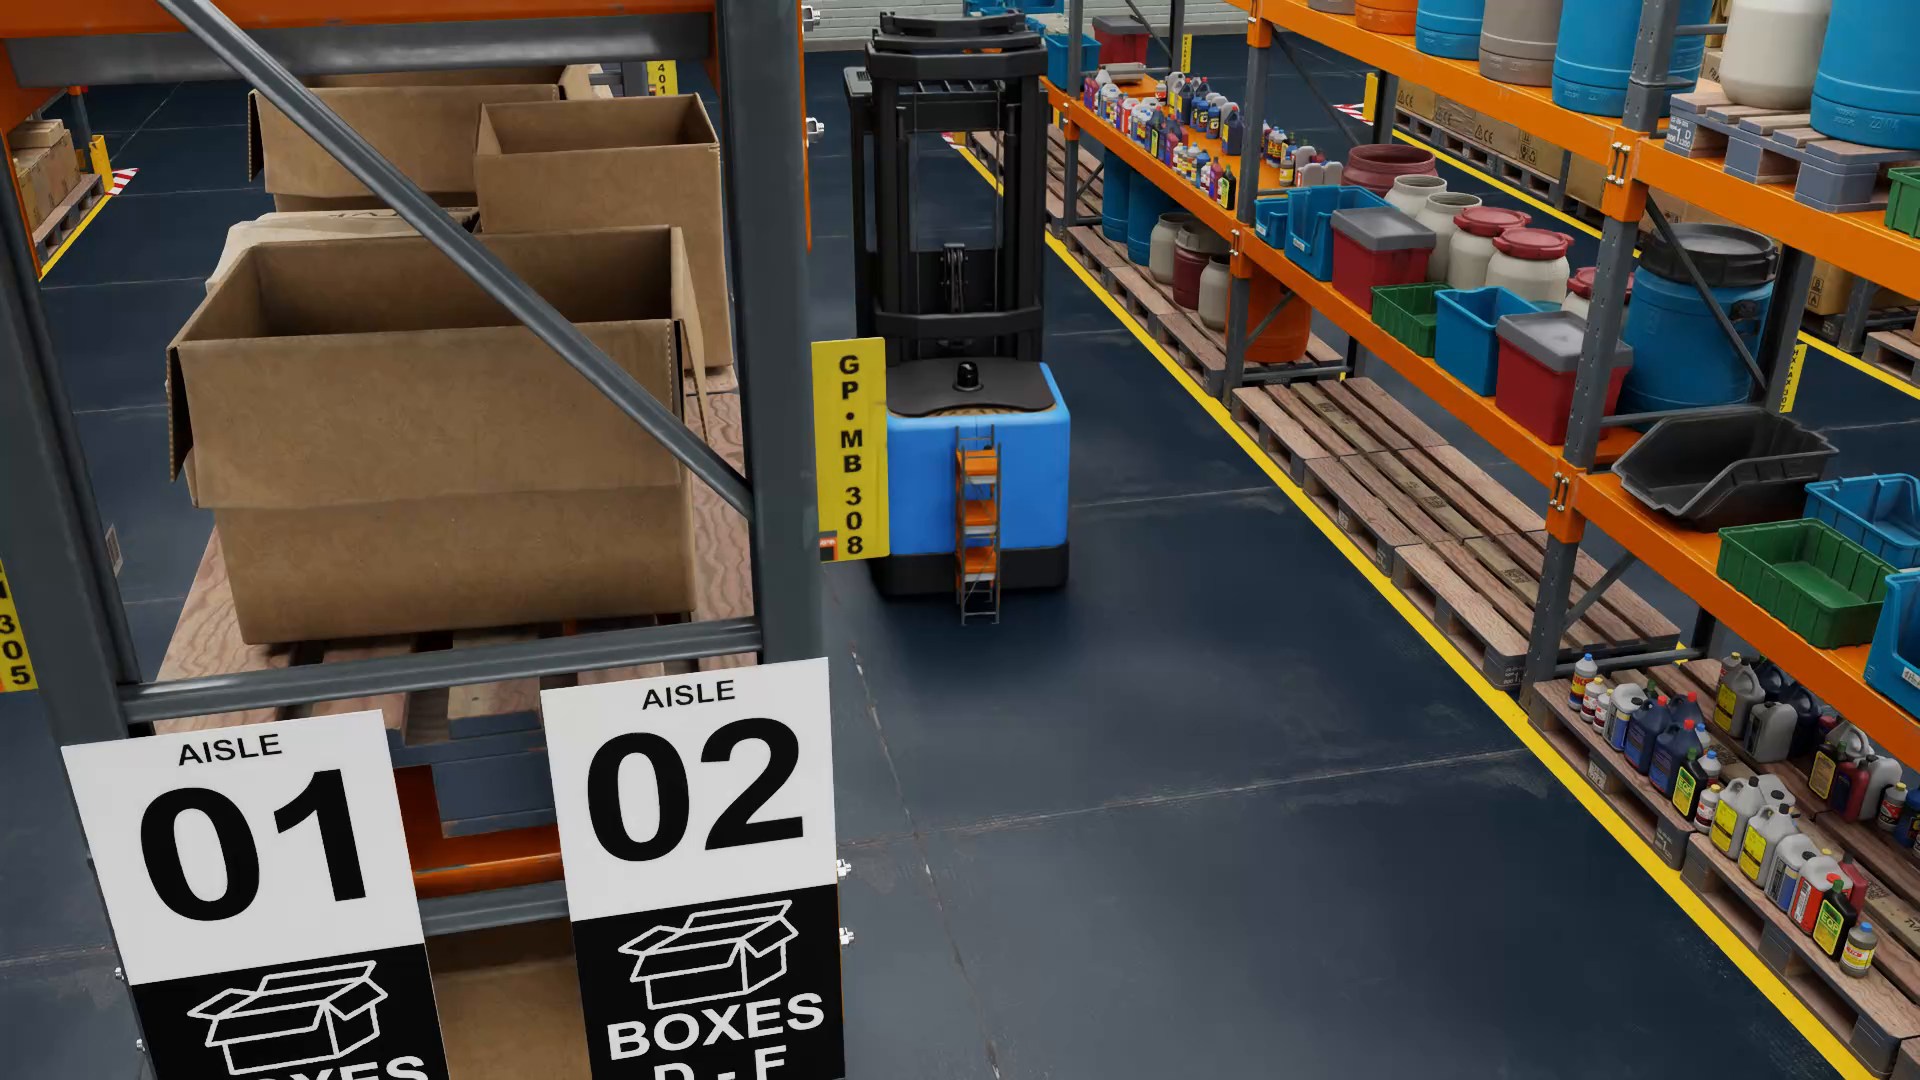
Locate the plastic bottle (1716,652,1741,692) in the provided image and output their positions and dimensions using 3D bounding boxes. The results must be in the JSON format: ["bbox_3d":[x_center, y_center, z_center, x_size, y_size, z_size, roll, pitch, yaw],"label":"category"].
[{"bbox_3d":[3.620,0.623,7.805,0.097,0.201,0.097,0,27,0],"label":"plastic bottle"}]

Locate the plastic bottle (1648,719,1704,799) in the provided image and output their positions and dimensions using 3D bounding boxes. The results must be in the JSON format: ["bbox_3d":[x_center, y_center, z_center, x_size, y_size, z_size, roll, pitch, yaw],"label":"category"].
[{"bbox_3d":[3.055,0.908,7.074,0.144,0.351,0.185,-7,28,-14],"label":"plastic bottle"}]

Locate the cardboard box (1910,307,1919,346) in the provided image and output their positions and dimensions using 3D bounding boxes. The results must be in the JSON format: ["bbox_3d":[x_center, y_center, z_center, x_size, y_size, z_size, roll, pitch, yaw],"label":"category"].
[{"bbox_3d":[7.329,-1.605,11.887,0.700,0.500,0.500,-7,28,-14],"label":"cardboard box"}]

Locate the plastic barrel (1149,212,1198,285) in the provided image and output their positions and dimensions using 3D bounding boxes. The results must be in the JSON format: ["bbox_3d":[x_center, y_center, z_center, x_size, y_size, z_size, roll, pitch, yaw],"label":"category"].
[{"bbox_3d":[1.737,-2.338,13.348,0.421,0.512,0.421,0,27,0],"label":"plastic barrel"}]

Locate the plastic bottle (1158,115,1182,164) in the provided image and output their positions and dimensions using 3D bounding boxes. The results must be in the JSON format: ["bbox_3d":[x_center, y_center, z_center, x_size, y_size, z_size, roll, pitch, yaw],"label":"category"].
[{"bbox_3d":[1.573,-3.002,12.423,0.144,0.351,0.185,-6,27,-12],"label":"plastic bottle"}]

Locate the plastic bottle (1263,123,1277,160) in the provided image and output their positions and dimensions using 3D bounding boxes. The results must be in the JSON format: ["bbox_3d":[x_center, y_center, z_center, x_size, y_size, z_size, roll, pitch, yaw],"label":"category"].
[{"bbox_3d":[2.335,-2.996,12.487,0.061,0.283,0.133,-6,27,-12],"label":"plastic bottle"}]

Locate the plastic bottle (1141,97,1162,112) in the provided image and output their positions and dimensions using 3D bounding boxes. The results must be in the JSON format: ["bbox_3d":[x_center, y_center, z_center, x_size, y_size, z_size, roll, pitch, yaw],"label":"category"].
[{"bbox_3d":[1.522,-3.381,13.258,0.152,0.276,0.135,-6,27,-12],"label":"plastic bottle"}]

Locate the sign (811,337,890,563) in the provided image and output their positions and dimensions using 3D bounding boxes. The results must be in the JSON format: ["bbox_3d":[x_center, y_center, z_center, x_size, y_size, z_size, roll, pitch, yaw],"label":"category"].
[{"bbox_3d":[-0.149,-0.119,2.269,0.100,0.325,0.005,-6,27,-12],"label":"sign"}]

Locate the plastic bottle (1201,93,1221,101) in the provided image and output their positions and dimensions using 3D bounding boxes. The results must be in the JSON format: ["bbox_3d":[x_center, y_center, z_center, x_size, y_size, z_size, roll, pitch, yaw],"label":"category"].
[{"bbox_3d":[2.031,-3.492,13.478,0.152,0.276,0.135,-6,27,-12],"label":"plastic bottle"}]

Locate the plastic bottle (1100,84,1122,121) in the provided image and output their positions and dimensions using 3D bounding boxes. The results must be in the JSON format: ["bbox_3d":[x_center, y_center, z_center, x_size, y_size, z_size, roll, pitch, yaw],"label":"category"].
[{"bbox_3d":[1.247,-3.612,13.715,0.152,0.276,0.135,-6,27,-12],"label":"plastic bottle"}]

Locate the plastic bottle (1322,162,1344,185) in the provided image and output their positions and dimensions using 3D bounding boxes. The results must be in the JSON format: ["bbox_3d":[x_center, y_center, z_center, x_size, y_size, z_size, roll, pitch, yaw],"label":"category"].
[{"bbox_3d":[2.550,-2.481,11.474,0.152,0.276,0.135,-6,27,-12],"label":"plastic bottle"}]

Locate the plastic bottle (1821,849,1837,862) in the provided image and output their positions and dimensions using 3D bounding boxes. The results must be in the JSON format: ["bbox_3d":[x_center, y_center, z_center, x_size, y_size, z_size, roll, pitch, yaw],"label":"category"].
[{"bbox_3d":[3.351,1.294,6.474,0.097,0.201,0.097,0,27,0],"label":"plastic bottle"}]

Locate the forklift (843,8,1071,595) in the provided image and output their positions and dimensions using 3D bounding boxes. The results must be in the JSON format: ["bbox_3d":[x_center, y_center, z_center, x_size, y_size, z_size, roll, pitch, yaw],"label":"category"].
[{"bbox_3d":[-0.088,-1.647,9.760,1.130,2.935,3.031,-3,27,-6],"label":"forklift"}]

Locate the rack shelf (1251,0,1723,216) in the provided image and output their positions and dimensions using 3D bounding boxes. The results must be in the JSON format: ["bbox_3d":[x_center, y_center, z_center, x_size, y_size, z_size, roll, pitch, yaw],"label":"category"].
[{"bbox_3d":[2.784,-2.454,8.752,1.077,0.370,4.000,-6,27,-12],"label":"rack shelf"}]

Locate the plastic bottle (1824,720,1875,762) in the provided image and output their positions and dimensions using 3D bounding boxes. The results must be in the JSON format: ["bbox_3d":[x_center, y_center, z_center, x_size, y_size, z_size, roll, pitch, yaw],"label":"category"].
[{"bbox_3d":[3.777,0.908,7.074,0.144,0.351,0.185,-6,27,-12],"label":"plastic bottle"}]

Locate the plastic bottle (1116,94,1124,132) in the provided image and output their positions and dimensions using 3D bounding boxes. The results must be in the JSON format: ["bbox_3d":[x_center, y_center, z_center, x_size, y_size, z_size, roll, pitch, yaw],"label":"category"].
[{"bbox_3d":[1.299,-3.423,13.333,0.061,0.283,0.133,-6,27,-12],"label":"plastic bottle"}]

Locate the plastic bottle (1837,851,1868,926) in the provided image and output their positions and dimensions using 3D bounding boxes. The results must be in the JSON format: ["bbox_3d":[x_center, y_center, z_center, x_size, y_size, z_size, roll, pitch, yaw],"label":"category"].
[{"bbox_3d":[3.368,1.328,6.316,0.061,0.283,0.133,-6,27,-12],"label":"plastic bottle"}]

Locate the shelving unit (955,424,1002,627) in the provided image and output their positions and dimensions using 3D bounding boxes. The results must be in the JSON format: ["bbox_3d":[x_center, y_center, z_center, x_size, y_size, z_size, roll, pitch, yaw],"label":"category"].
[{"bbox_3d":[0.093,-0.069,8.722,0.215,1.050,0.252,-3,27,-6],"label":"shelving unit"}]

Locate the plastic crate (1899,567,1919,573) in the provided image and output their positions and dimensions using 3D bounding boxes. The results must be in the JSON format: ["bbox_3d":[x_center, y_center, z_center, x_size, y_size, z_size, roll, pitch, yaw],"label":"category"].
[{"bbox_3d":[3.847,0.247,6.224,0.530,0.136,0.437,-6,27,-12],"label":"plastic crate"}]

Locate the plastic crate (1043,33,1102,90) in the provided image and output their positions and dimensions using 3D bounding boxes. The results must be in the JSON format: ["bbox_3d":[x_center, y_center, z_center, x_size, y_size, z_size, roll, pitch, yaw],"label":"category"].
[{"bbox_3d":[0.994,-4.260,14.812,0.392,0.384,0.575,-6,27,-12],"label":"plastic crate"}]

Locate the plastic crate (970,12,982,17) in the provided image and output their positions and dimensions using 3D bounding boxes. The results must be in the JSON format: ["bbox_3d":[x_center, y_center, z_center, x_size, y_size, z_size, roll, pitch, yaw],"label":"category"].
[{"bbox_3d":[0.257,-5.444,17.432,0.250,0.136,0.298,-6,27,-12],"label":"plastic crate"}]

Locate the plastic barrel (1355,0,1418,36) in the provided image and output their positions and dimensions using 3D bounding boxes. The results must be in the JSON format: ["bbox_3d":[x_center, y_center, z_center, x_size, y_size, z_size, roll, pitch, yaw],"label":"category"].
[{"bbox_3d":[2.454,-3.175,8.906,0.600,0.830,0.708,-6,27,-12],"label":"plastic barrel"}]

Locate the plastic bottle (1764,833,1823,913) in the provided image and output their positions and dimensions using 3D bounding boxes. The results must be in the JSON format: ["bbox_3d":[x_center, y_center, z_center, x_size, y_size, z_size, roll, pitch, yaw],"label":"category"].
[{"bbox_3d":[3.234,1.282,6.416,0.152,0.276,0.135,-7,28,-13],"label":"plastic bottle"}]

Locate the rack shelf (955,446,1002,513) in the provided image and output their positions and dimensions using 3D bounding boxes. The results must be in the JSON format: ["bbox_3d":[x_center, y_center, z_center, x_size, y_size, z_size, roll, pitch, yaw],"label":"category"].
[{"bbox_3d":[0.093,-0.313,8.598,0.215,0.259,0.240,-3,27,-6],"label":"rack shelf"}]

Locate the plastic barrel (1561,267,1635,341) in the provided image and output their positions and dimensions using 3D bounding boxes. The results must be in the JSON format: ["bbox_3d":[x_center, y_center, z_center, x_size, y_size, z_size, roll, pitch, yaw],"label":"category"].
[{"bbox_3d":[3.233,-1.061,8.372,0.433,0.535,0.433,0,27,0],"label":"plastic barrel"}]

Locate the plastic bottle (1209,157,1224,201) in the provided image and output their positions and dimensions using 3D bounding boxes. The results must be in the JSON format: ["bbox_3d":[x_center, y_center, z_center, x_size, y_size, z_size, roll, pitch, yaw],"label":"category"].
[{"bbox_3d":[1.774,-2.497,11.498,0.061,0.283,0.133,-6,27,-12],"label":"plastic bottle"}]

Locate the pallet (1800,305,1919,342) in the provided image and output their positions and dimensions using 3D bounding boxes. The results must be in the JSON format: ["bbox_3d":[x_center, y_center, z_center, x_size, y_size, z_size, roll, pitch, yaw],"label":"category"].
[{"bbox_3d":[7.054,-1.926,13.331,1.003,0.211,1.213,-6,27,-12],"label":"pallet"}]

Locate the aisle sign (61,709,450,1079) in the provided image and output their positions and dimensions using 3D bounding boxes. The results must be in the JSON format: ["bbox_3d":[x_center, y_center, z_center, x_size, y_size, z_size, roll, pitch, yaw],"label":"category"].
[{"bbox_3d":[-0.962,0.598,2.352,0.394,0.787,0.004,-6,27,-12],"label":"aisle sign"}]

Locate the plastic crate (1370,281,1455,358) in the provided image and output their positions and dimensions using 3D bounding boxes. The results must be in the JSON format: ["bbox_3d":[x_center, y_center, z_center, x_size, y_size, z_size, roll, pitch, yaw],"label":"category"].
[{"bbox_3d":[2.567,-1.199,9.032,0.450,0.188,0.662,-6,27,-12],"label":"plastic crate"}]

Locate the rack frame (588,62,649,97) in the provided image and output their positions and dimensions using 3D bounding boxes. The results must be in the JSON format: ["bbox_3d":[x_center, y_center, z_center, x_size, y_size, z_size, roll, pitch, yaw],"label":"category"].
[{"bbox_3d":[-1.592,-2.735,5.181,1.000,3.000,0.127,-6,27,-12],"label":"rack frame"}]

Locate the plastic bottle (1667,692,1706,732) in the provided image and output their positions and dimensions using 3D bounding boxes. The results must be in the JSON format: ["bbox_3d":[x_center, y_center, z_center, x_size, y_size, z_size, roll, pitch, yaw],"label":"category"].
[{"bbox_3d":[3.153,0.810,7.267,0.144,0.351,0.185,-6,27,-12],"label":"plastic bottle"}]

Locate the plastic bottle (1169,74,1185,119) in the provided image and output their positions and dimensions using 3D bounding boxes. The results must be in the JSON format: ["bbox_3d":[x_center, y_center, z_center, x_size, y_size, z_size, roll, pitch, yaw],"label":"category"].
[{"bbox_3d":[1.817,-3.663,13.733,0.144,0.351,0.185,-6,27,-12],"label":"plastic bottle"}]

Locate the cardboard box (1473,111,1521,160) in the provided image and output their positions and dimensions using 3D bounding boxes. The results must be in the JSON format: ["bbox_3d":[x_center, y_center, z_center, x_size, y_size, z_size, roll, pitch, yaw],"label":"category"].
[{"bbox_3d":[5.984,-4.505,17.238,0.875,0.875,0.875,-6,27,-12],"label":"cardboard box"}]

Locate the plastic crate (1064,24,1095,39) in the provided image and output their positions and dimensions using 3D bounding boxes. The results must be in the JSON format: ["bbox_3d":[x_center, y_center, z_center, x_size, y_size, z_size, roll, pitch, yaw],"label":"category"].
[{"bbox_3d":[1.267,-4.733,15.862,0.437,0.282,0.530,-6,27,-12],"label":"plastic crate"}]

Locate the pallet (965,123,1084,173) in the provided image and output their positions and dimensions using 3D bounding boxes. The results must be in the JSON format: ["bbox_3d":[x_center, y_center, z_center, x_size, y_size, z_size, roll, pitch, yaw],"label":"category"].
[{"bbox_3d":[0.678,-4.215,17.866,1.003,0.211,1.213,-6,27,-12],"label":"pallet"}]

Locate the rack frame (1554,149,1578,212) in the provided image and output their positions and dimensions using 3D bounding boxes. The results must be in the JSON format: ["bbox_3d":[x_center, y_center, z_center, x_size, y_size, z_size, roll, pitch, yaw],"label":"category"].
[{"bbox_3d":[6.257,-4.573,15.481,1.000,3.000,0.127,-6,27,-12],"label":"rack frame"}]

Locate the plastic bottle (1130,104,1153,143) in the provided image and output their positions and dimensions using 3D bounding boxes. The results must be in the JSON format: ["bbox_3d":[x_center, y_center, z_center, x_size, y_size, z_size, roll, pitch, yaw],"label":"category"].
[{"bbox_3d":[1.426,-3.264,13.026,0.152,0.276,0.135,-6,27,-12],"label":"plastic bottle"}]

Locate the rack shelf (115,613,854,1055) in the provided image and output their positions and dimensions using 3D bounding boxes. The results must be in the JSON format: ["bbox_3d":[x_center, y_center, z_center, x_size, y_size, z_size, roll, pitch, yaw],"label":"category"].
[{"bbox_3d":[-1.141,-0.196,4.279,1.077,0.370,4.000,-6,27,-12],"label":"rack shelf"}]

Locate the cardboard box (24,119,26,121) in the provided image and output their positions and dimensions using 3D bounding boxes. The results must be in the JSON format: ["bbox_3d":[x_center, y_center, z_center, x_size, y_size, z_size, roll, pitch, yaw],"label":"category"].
[{"bbox_3d":[-9.090,-3.918,15.772,0.380,0.149,0.250,-6,27,-11],"label":"cardboard box"}]

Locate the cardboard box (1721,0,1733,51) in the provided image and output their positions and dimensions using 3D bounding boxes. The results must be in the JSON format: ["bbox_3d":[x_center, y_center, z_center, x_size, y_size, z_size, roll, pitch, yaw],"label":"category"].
[{"bbox_3d":[6.708,-4.212,13.541,0.797,0.503,0.637,-5,27,-10],"label":"cardboard box"}]

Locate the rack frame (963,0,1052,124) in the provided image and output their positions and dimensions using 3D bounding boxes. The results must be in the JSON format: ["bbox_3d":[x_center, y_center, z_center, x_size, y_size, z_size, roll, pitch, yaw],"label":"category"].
[{"bbox_3d":[0.530,-5.826,17.963,1.000,3.000,0.127,-6,27,-12],"label":"rack frame"}]

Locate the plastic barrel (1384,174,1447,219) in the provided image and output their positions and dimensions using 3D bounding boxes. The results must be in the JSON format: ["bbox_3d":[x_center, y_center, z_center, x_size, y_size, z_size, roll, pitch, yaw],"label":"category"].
[{"bbox_3d":[2.773,-1.934,10.128,0.421,0.512,0.421,0,27,0],"label":"plastic barrel"}]

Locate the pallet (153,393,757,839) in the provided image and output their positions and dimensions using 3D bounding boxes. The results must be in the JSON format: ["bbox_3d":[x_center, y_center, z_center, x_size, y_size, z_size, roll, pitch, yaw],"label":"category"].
[{"bbox_3d":[-0.825,0.087,3.018,1.003,0.211,1.213,-6,27,-12],"label":"pallet"}]

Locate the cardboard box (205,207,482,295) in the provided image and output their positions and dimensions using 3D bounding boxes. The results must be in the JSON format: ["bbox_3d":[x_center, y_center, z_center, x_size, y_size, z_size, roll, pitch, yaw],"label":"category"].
[{"bbox_3d":[-1.333,-0.572,3.704,0.500,0.311,0.500,-3,27,-6],"label":"cardboard box"}]

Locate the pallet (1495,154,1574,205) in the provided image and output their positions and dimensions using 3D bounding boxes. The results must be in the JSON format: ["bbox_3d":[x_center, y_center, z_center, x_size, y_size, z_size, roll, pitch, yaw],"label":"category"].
[{"bbox_3d":[6.162,-3.670,16.786,1.003,0.211,1.213,-6,27,-12],"label":"pallet"}]

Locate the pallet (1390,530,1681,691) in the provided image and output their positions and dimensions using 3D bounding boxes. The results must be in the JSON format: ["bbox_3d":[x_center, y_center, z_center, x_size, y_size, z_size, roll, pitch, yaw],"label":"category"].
[{"bbox_3d":[3.020,0.346,8.830,1.003,0.211,1.213,-6,27,-12],"label":"pallet"}]

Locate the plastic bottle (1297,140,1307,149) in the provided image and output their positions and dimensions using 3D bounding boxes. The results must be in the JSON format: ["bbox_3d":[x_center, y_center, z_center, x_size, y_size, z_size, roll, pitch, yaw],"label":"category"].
[{"bbox_3d":[2.460,-2.751,12.001,0.061,0.283,0.133,-6,27,-12],"label":"plastic bottle"}]

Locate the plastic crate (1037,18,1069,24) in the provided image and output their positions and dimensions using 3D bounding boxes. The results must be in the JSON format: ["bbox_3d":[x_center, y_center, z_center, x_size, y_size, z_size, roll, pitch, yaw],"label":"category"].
[{"bbox_3d":[0.942,-5.266,17.081,0.396,0.136,0.243,-6,27,-12],"label":"plastic crate"}]

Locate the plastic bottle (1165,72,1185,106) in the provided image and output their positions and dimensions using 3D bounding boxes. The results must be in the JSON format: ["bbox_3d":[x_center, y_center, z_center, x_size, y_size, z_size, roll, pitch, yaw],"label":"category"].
[{"bbox_3d":[1.835,-3.874,14.234,0.152,0.276,0.135,-6,27,-12],"label":"plastic bottle"}]

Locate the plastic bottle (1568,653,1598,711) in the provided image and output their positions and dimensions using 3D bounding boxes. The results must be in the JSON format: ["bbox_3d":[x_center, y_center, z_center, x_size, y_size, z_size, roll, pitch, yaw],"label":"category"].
[{"bbox_3d":[2.879,0.648,7.676,0.097,0.271,0.097,0,27,0],"label":"plastic bottle"}]
